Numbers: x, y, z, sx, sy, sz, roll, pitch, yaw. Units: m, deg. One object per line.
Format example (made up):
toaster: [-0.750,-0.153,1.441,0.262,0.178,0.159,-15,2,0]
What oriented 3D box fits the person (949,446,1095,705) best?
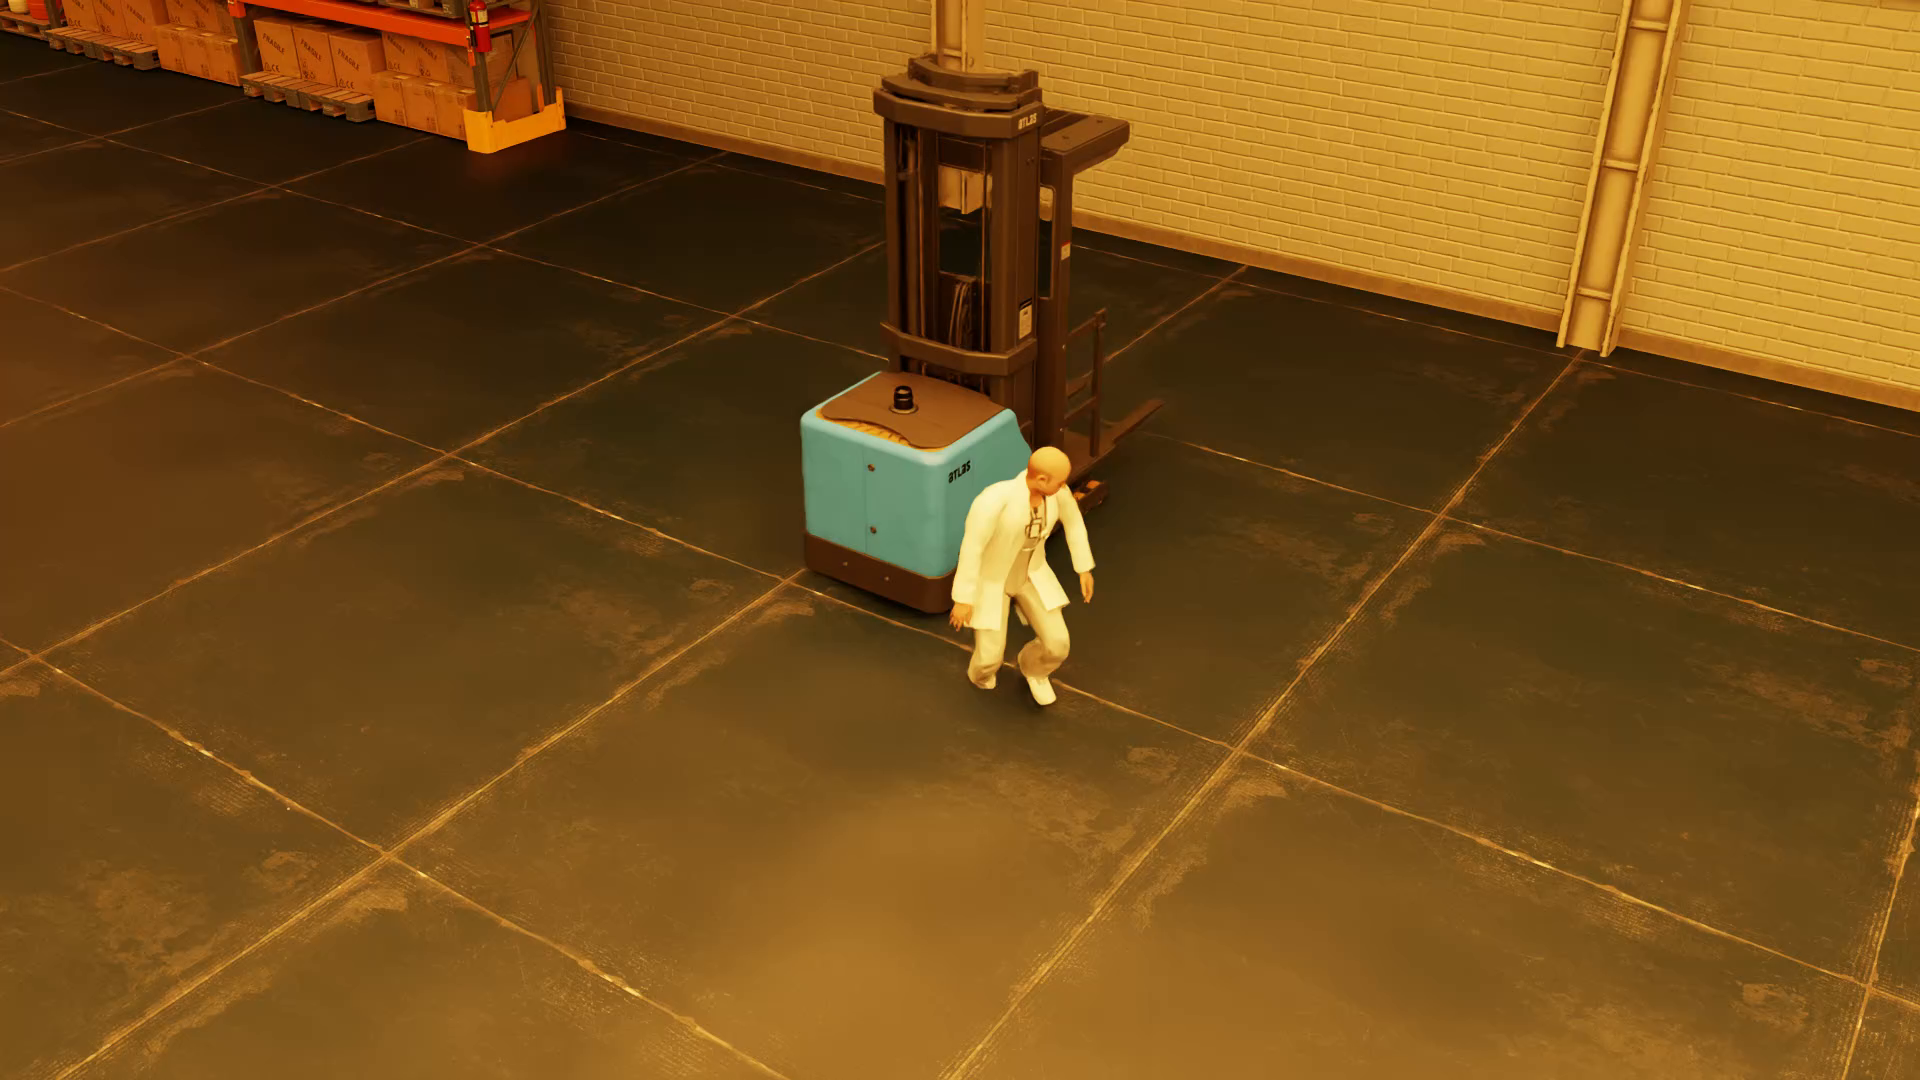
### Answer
person: [0.306,0.252,8.670,0.850,1.719,0.595,-12,32,-19]

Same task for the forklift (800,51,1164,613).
forklift: [0.306,-1.533,10.222,1.130,2.935,3.031,19,35,29]
